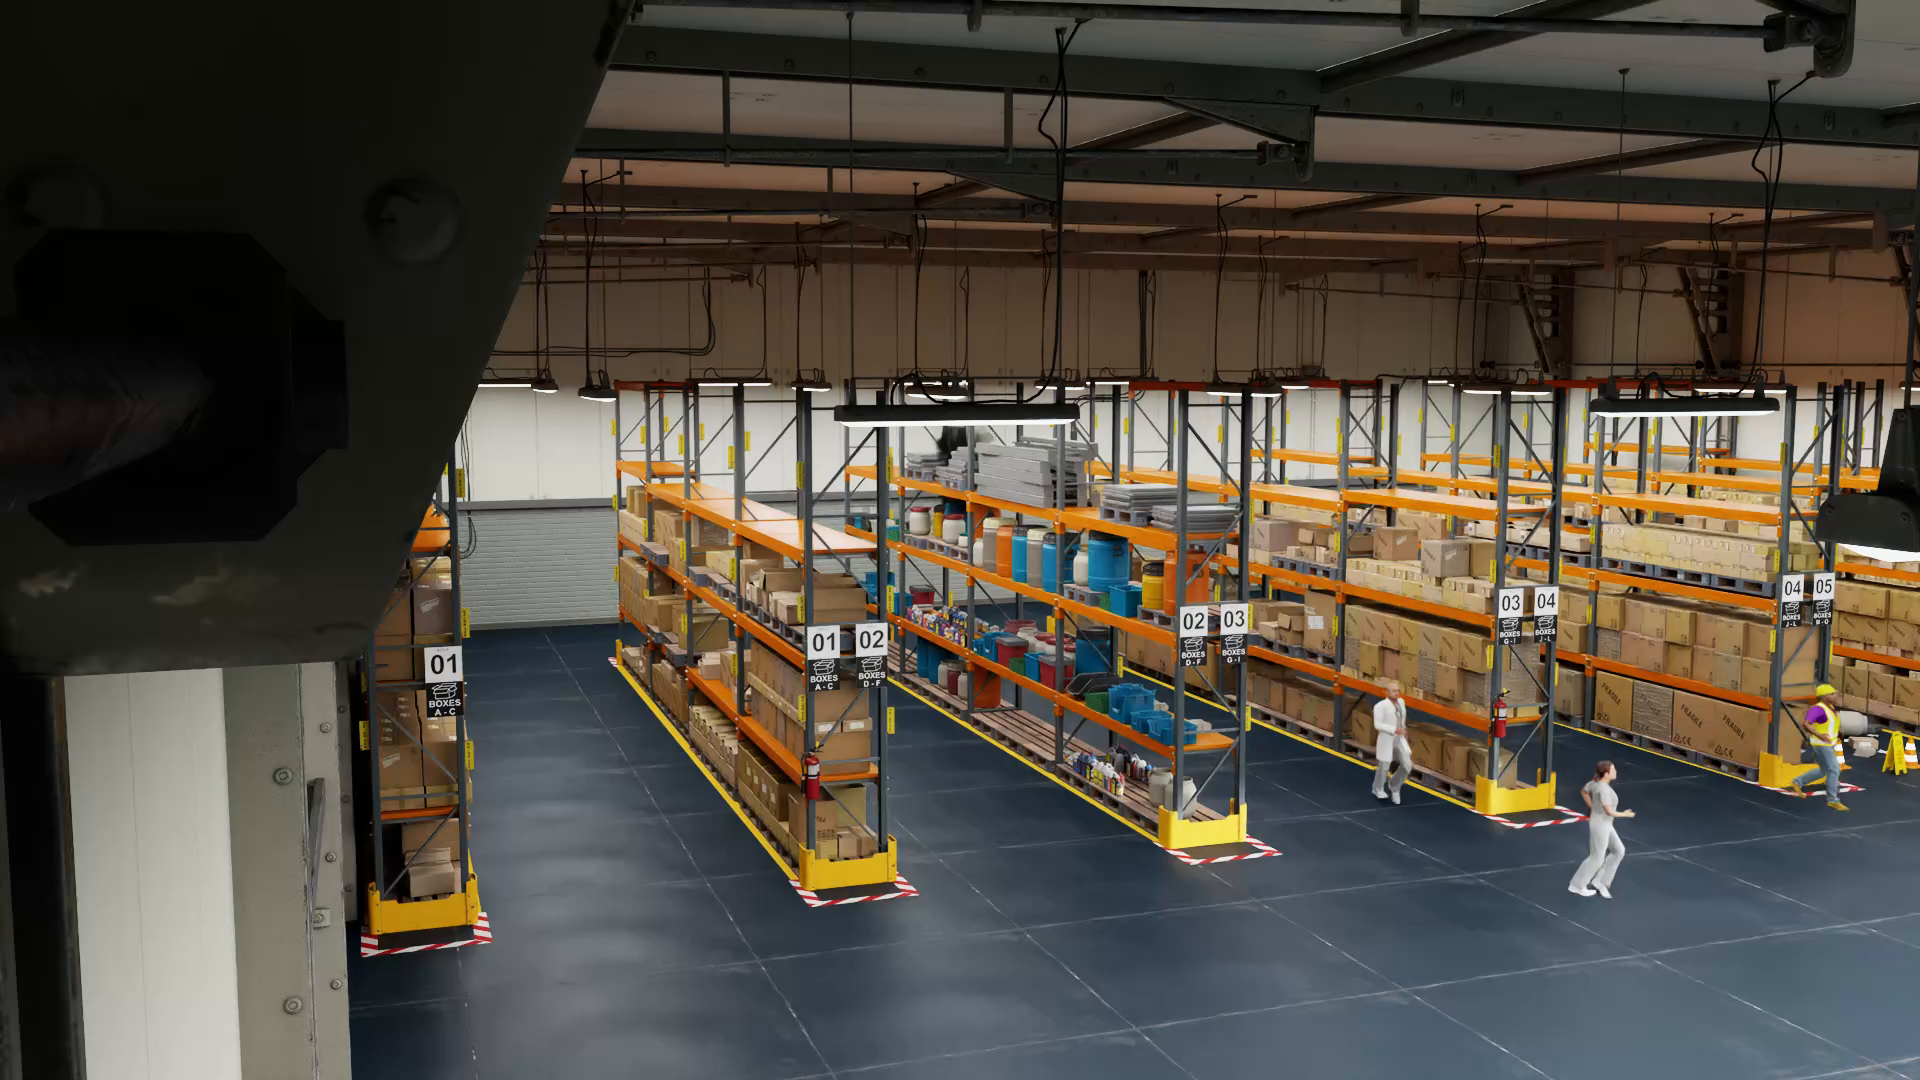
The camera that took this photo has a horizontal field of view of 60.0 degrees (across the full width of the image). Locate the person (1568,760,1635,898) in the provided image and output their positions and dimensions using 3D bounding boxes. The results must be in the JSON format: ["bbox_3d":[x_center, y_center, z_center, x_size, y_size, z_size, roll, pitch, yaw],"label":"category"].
[{"bbox_3d":[7.600,3.440,19.689,0.712,1.716,0.580,2,6,15],"label":"person"}]

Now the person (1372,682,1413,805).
[{"bbox_3d":[6.207,2.928,23.926,0.661,1.785,0.839,-2,6,-19],"label":"person"}]

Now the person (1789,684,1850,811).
[{"bbox_3d":[12.376,2.950,23.855,0.831,1.783,0.753,5,8,42],"label":"person"}]
